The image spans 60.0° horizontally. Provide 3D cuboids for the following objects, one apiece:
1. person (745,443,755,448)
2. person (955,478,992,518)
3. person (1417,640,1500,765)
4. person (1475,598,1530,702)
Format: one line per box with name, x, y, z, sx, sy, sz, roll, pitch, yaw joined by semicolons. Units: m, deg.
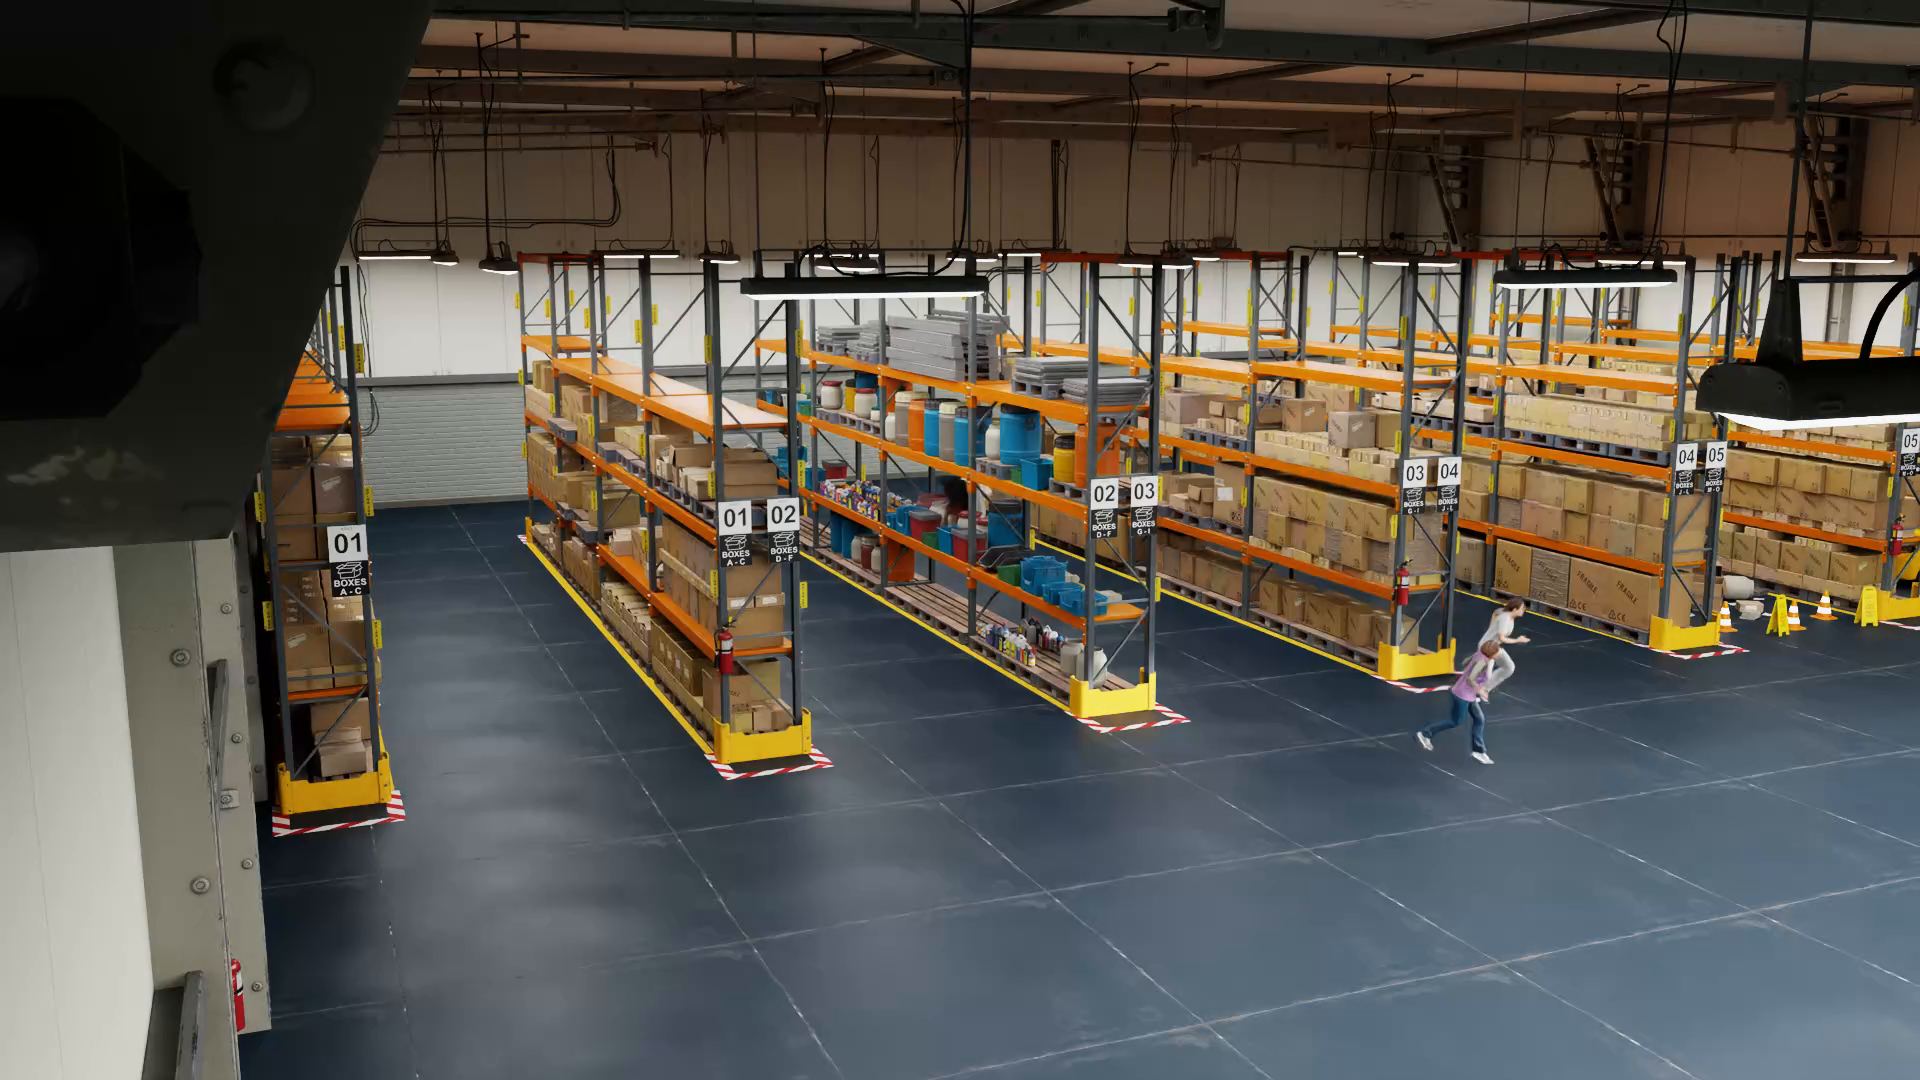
person;-4.850;-1.374;37.934;0.859;1.708;0.588;-2;11;-11
person;0.321;-0.657;33.729;0.678;1.794;0.769;-4;11;-21
person;6.080;1.970;20.257;0.882;1.509;0.571;2;11;13
person;7.291;1.492;22.605;0.874;1.511;0.587;6;12;28
